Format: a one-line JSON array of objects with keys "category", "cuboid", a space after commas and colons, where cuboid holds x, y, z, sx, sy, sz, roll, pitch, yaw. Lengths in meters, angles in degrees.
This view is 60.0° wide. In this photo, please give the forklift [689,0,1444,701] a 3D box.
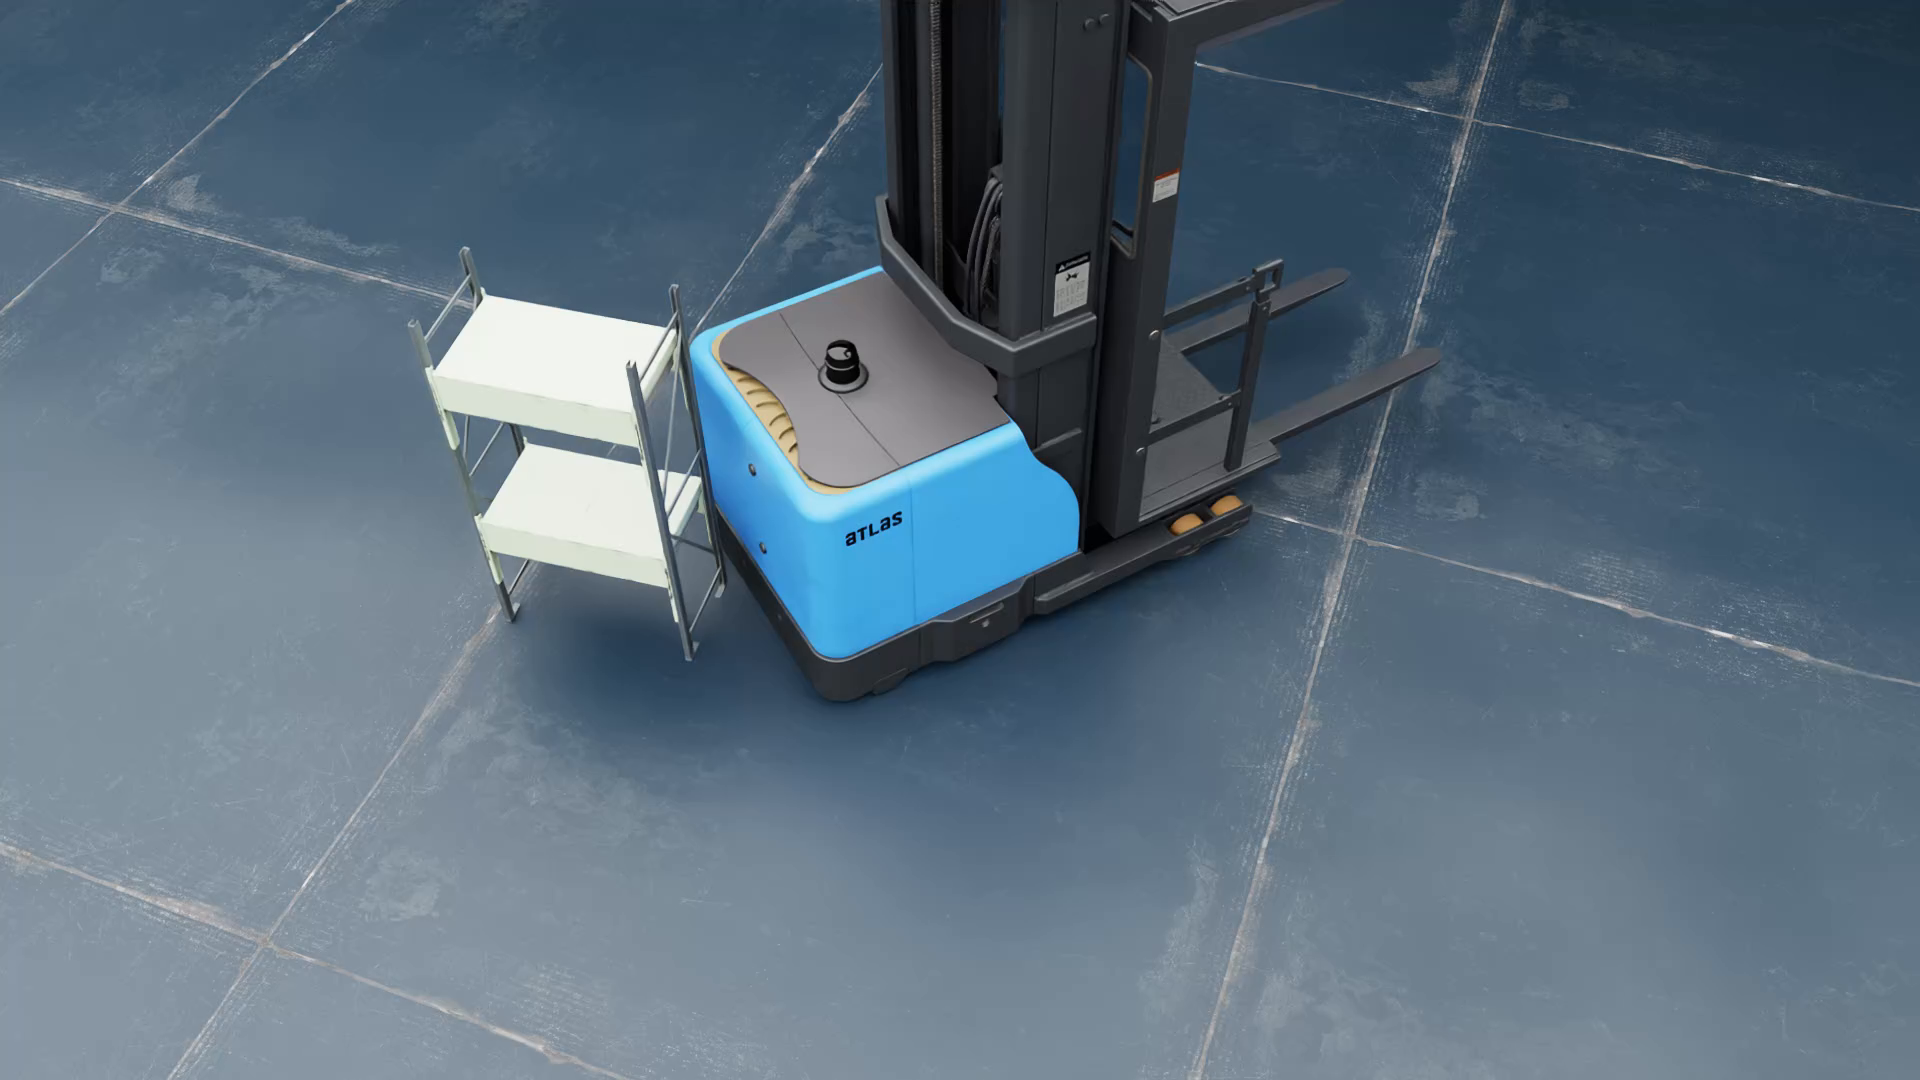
[{"category": "forklift", "cuboid": [0.565, -1.222, 5.736, 3.031, 2.935, 1.130, -24, 53, -20]}]

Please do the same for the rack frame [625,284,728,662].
[{"category": "rack frame", "cuboid": [-0.964, -0.184, 5.783, 0.023, 1.500, 0.400, 11, 50, 10]}]

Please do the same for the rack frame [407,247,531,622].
[{"category": "rack frame", "cuboid": [-1.672, -0.324, 5.905, 0.023, 1.500, 0.400, 11, 50, 10]}]

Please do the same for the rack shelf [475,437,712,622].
[{"category": "rack shelf", "cuboid": [-1.318, -0.040, 6.091, 0.720, 0.370, 0.431, 11, 50, 10]}]

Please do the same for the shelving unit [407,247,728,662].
[{"category": "shelving unit", "cuboid": [-1.318, -0.254, 5.844, 0.755, 1.500, 0.431, 11, 50, 10]}]

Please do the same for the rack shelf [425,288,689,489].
[{"category": "rack shelf", "cuboid": [-1.318, -0.510, 5.549, 0.720, 0.370, 0.431, 11, 50, 10]}]
